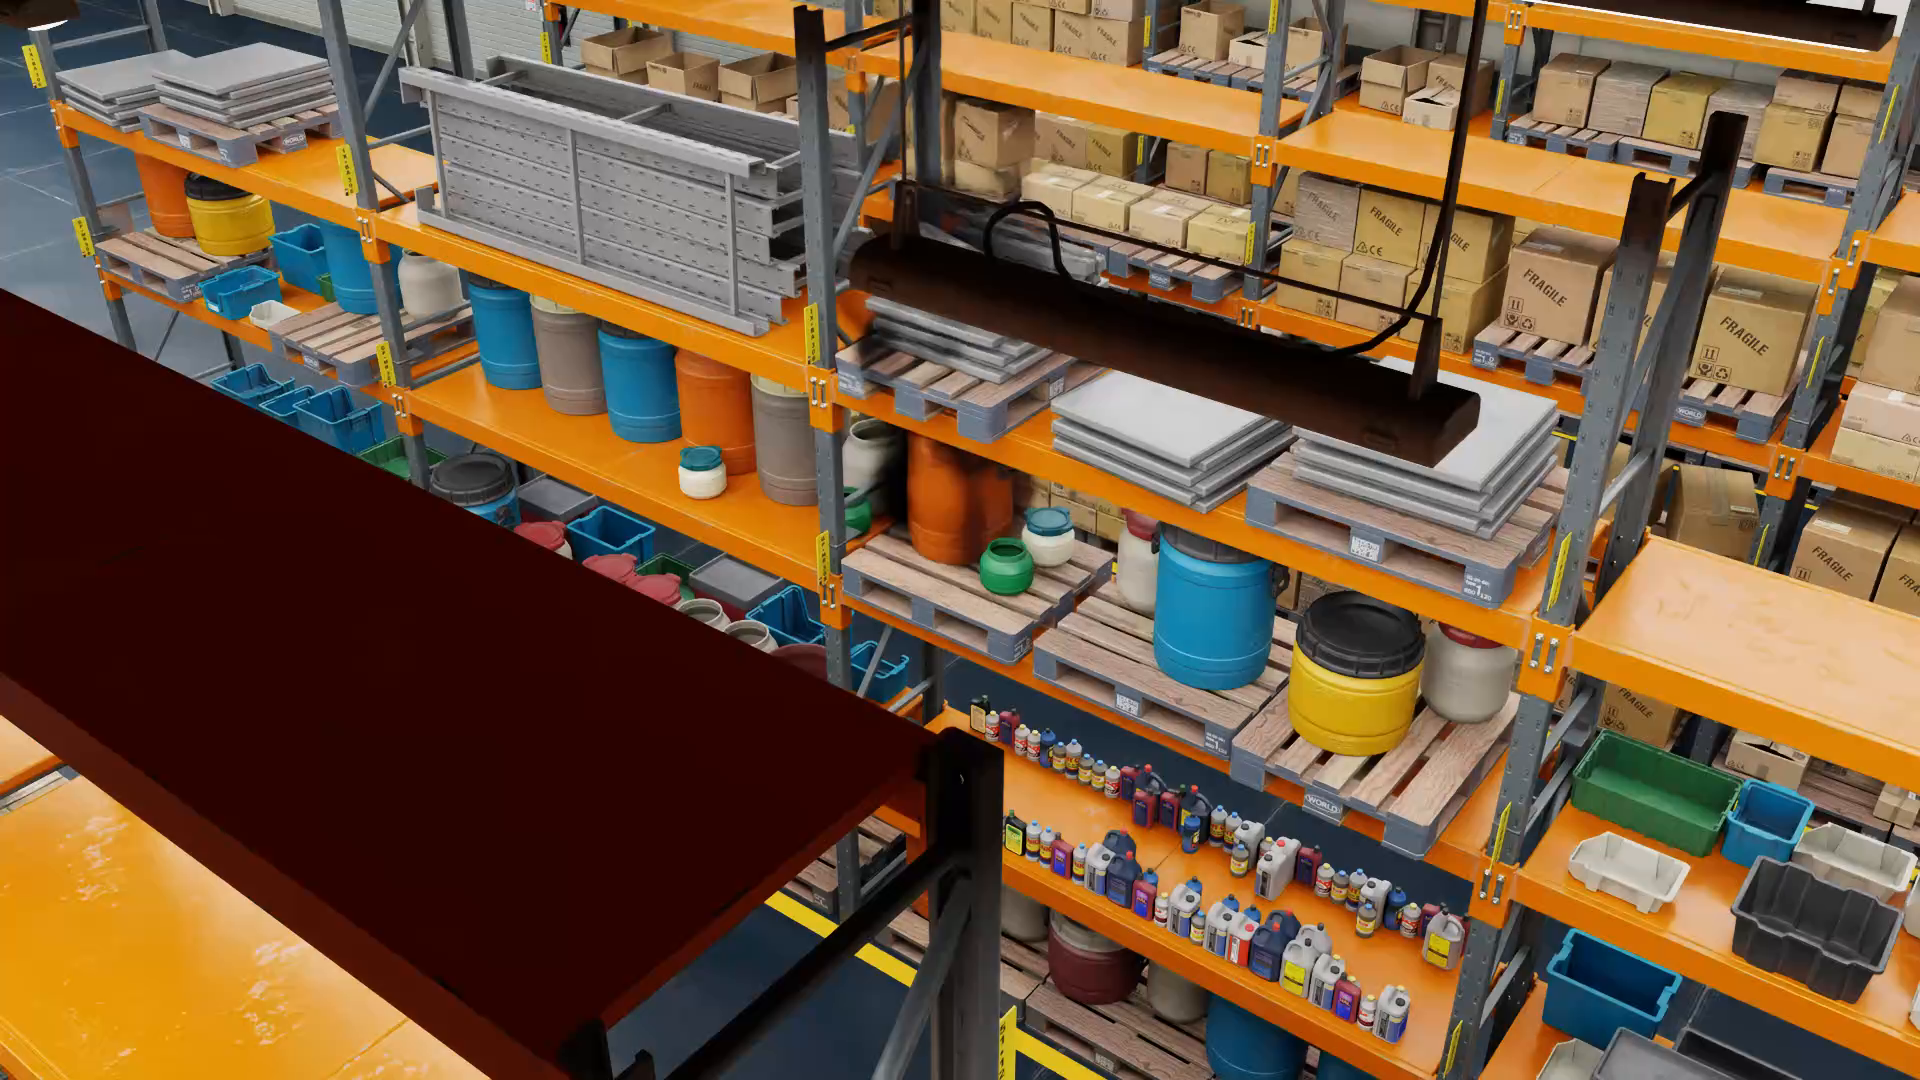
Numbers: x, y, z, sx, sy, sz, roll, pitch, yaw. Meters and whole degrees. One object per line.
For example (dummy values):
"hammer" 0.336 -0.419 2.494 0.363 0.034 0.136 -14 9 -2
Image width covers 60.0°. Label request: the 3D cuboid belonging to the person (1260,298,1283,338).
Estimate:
"person" 2.749 -1.578 16.118 0.989 1.768 0.662 15 35 23
